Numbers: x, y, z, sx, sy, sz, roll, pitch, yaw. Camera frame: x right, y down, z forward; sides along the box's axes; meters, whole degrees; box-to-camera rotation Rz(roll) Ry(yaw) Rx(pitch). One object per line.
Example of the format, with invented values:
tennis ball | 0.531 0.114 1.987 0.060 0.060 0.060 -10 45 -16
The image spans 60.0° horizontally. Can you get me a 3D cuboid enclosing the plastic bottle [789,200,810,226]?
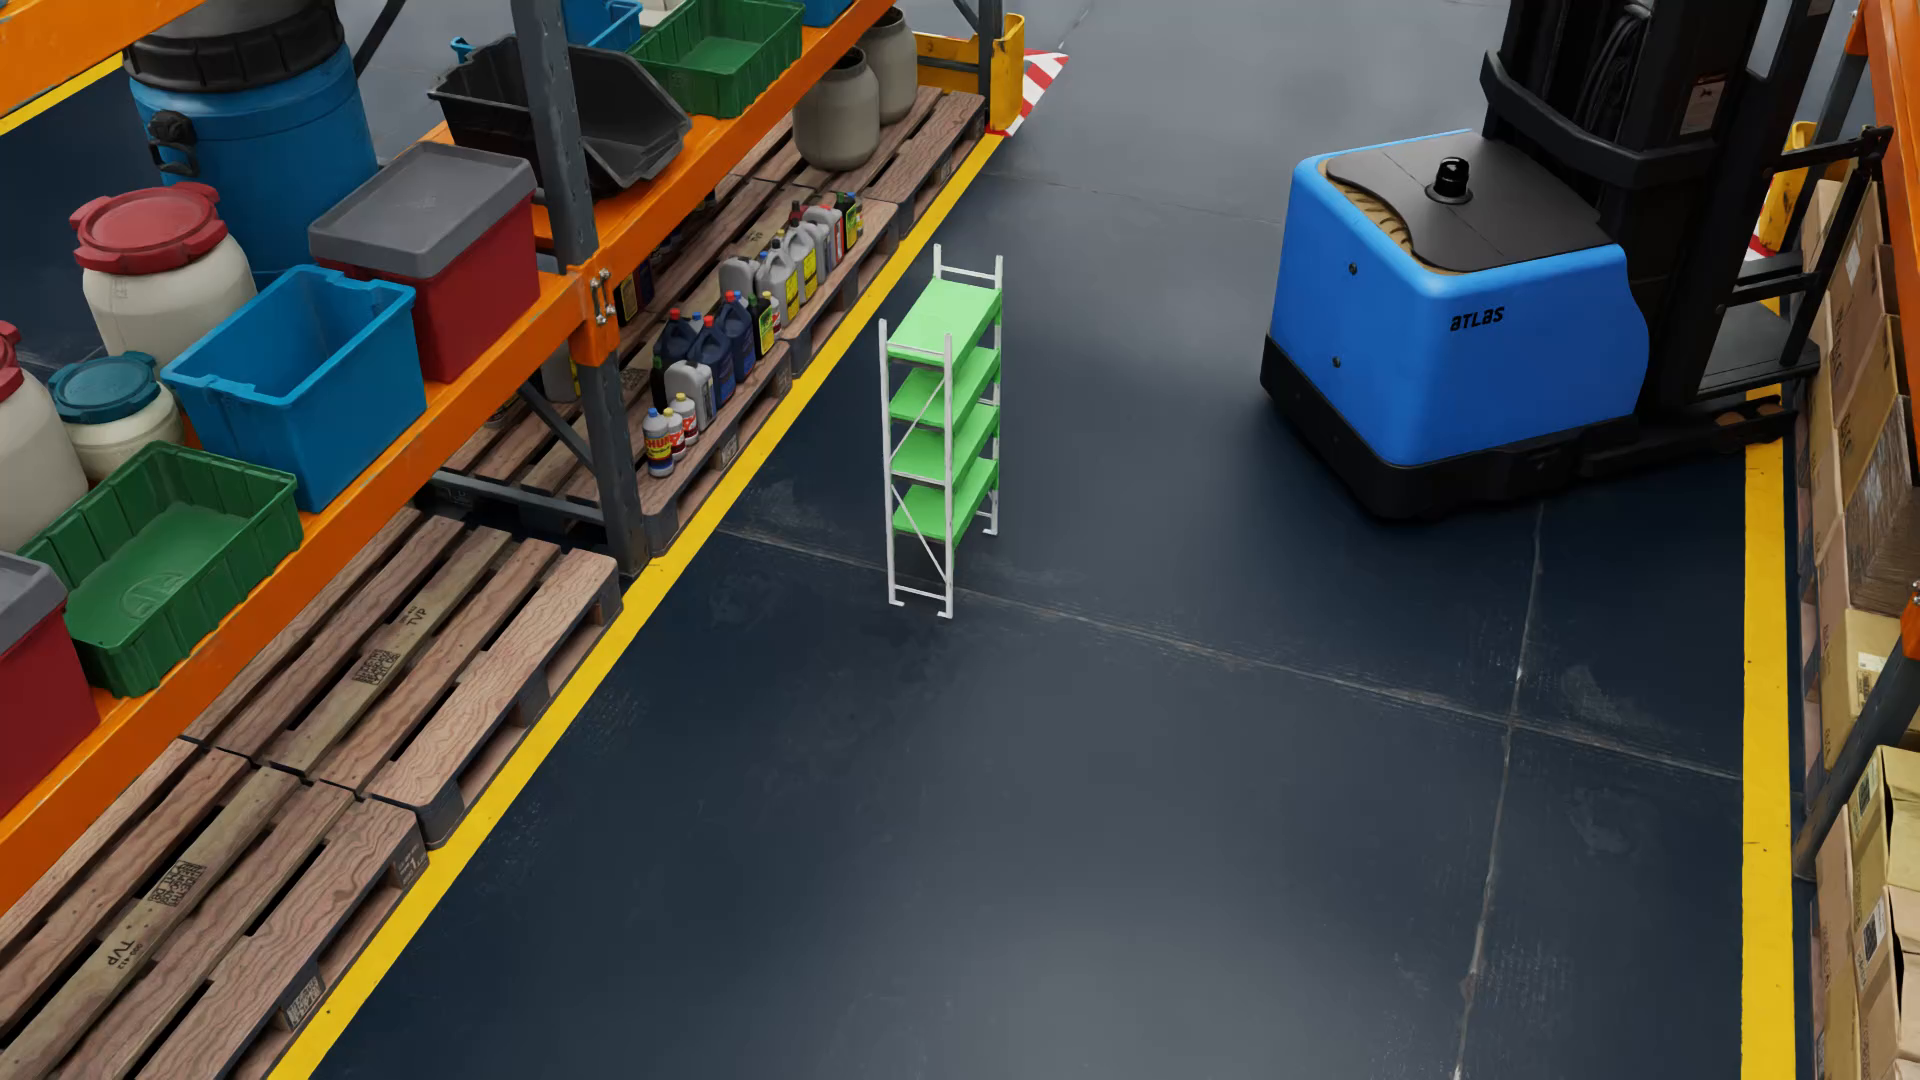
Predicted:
plastic bottle | -0.699 -1.374 7.304 0.061 0.283 0.133 13 42 15

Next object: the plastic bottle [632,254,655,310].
plastic bottle | -1.353 -1.122 7.008 0.061 0.283 0.133 13 42 15

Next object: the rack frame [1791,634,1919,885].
rack frame | 3.015 -0.041 3.987 1.000 3.000 0.127 13 42 15

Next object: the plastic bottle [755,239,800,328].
plastic bottle | -0.762 -1.077 6.903 0.144 0.351 0.185 13 42 15

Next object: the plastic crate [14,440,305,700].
plastic crate | -1.969 0.063 4.028 0.450 0.188 0.662 13 42 15

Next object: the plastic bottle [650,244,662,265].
plastic bottle | -1.369 -1.318 7.301 0.097 0.201 0.097 0 40 0

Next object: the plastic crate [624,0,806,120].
plastic crate | -0.909 -1.827 6.244 0.450 0.188 0.662 13 42 15

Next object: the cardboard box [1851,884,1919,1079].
cardboard box | 2.464 1.133 3.974 0.500 0.311 0.500 13 42 15

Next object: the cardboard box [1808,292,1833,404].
cardboard box | 3.652 -0.706 6.561 0.500 0.250 0.500 13 42 15

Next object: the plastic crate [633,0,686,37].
plastic crate | -1.321 -2.089 6.590 0.530 0.136 0.437 13 42 15

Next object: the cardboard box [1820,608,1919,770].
cardboard box | 2.968 0.514 5.131 0.500 0.250 0.500 13 42 15

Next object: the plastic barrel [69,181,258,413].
plastic barrel | -2.172 -0.659 4.607 0.433 0.535 0.433 0 40 0

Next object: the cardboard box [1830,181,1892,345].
cardboard box | 3.662 -0.989 6.315 0.500 0.500 0.500 13 42 15

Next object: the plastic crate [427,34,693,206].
plastic crate | -1.340 -1.410 5.639 0.767 0.338 0.504 13 42 15

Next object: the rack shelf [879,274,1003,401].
rack shelf | -0.057 -0.672 5.472 0.258 0.148 0.480 13 42 15

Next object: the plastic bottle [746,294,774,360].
plastic bottle | -0.812 -0.883 6.728 0.061 0.283 0.133 15 43 17

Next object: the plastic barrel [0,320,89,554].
plastic barrel | -2.422 -0.212 4.082 0.433 0.535 0.433 0 40 0

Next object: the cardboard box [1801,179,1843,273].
cardboard box | 3.991 -1.316 7.277 0.500 0.250 0.500 13 42 15

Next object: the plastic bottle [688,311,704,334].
plastic bottle | -1.036 -0.787 6.625 0.097 0.271 0.097 0 40 0

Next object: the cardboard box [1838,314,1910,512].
cardboard box | 3.318 -0.379 5.601 0.500 0.500 0.500 13 42 15

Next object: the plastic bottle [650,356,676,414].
plastic bottle | -1.133 -0.600 6.396 0.061 0.283 0.133 13 42 15

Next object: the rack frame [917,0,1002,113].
rack frame | -0.270 -3.582 8.138 1.000 3.000 0.127 13 42 15

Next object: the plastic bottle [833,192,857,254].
plastic bottle | -0.509 -1.423 7.361 0.061 0.283 0.133 14 43 16

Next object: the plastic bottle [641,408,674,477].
plastic bottle | -1.117 -0.369 6.134 0.097 0.271 0.097 0 40 0

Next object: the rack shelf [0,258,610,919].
rack shelf | -2.322 0.351 4.082 1.077 0.370 4.000 13 42 15

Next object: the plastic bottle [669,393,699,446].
plastic bottle | -1.048 -0.466 6.303 0.097 0.201 0.097 0 40 0

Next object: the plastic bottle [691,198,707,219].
plastic bottle | -1.219 -1.585 7.614 0.097 0.201 0.097 0 40 0

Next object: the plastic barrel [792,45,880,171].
plastic barrel | -0.595 -2.071 7.960 0.421 0.512 0.421 0 40 0

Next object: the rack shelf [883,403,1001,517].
rack shelf | -0.057 -0.307 5.784 0.258 0.148 0.480 13 42 15

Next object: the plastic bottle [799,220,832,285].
plastic bottle | -0.646 -1.264 7.180 0.152 0.276 0.135 12 42 14

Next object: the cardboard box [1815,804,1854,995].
cardboard box | 2.644 1.037 4.519 0.500 0.250 0.500 12 42 14

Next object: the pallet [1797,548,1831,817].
pallet | 3.326 0.544 5.449 1.003 0.211 1.213 13 42 15

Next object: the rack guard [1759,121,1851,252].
rack guard | 4.391 -1.544 7.675 1.175 0.500 0.348 13 42 15

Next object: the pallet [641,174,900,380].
pallet | -0.954 -1.229 7.527 1.003 0.211 1.213 13 42 15

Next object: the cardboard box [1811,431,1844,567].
cardboard box | 3.306 -0.097 5.847 0.500 0.250 0.500 13 42 15

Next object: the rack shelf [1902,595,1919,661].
rack shelf | 2.331 1.453 2.790 1.077 0.370 4.000 13 42 15

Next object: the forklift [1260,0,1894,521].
forklift | 2.819 -1.771 6.068 3.031 2.935 1.130 -13 42 -15

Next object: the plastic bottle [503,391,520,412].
plastic bottle | -1.784 -0.643 6.447 0.061 0.283 0.133 15 43 17

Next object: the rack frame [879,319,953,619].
rack frame | -0.140 -0.207 5.568 0.240 1.200 0.015 13 42 15

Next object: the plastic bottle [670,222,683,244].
plastic bottle | -1.301 -1.466 7.420 0.097 0.271 0.097 0 40 0

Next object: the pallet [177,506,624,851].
pallet | -1.870 0.406 5.612 1.003 0.211 1.213 13 42 15

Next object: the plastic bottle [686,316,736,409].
plastic bottle | -0.972 -0.702 6.464 0.144 0.351 0.185 14 43 16

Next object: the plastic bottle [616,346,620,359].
plastic bottle | -1.476 -0.830 6.671 0.152 0.276 0.135 13 42 15

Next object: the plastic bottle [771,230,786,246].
plastic bottle | -0.770 -1.252 7.223 0.097 0.201 0.097 0 40 0

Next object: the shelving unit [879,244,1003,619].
shelving unit | -0.057 -0.355 5.742 0.258 1.200 0.503 13 42 15

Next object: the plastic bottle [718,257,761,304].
plastic bottle | -0.910 -1.066 6.948 0.152 0.276 0.135 13 42 15

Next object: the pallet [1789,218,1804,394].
pallet | 4.161 -0.944 7.194 1.003 0.211 1.213 13 42 15

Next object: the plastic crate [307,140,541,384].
plastic crate | -1.516 -0.804 4.831 0.402 0.464 0.583 13 42 15
